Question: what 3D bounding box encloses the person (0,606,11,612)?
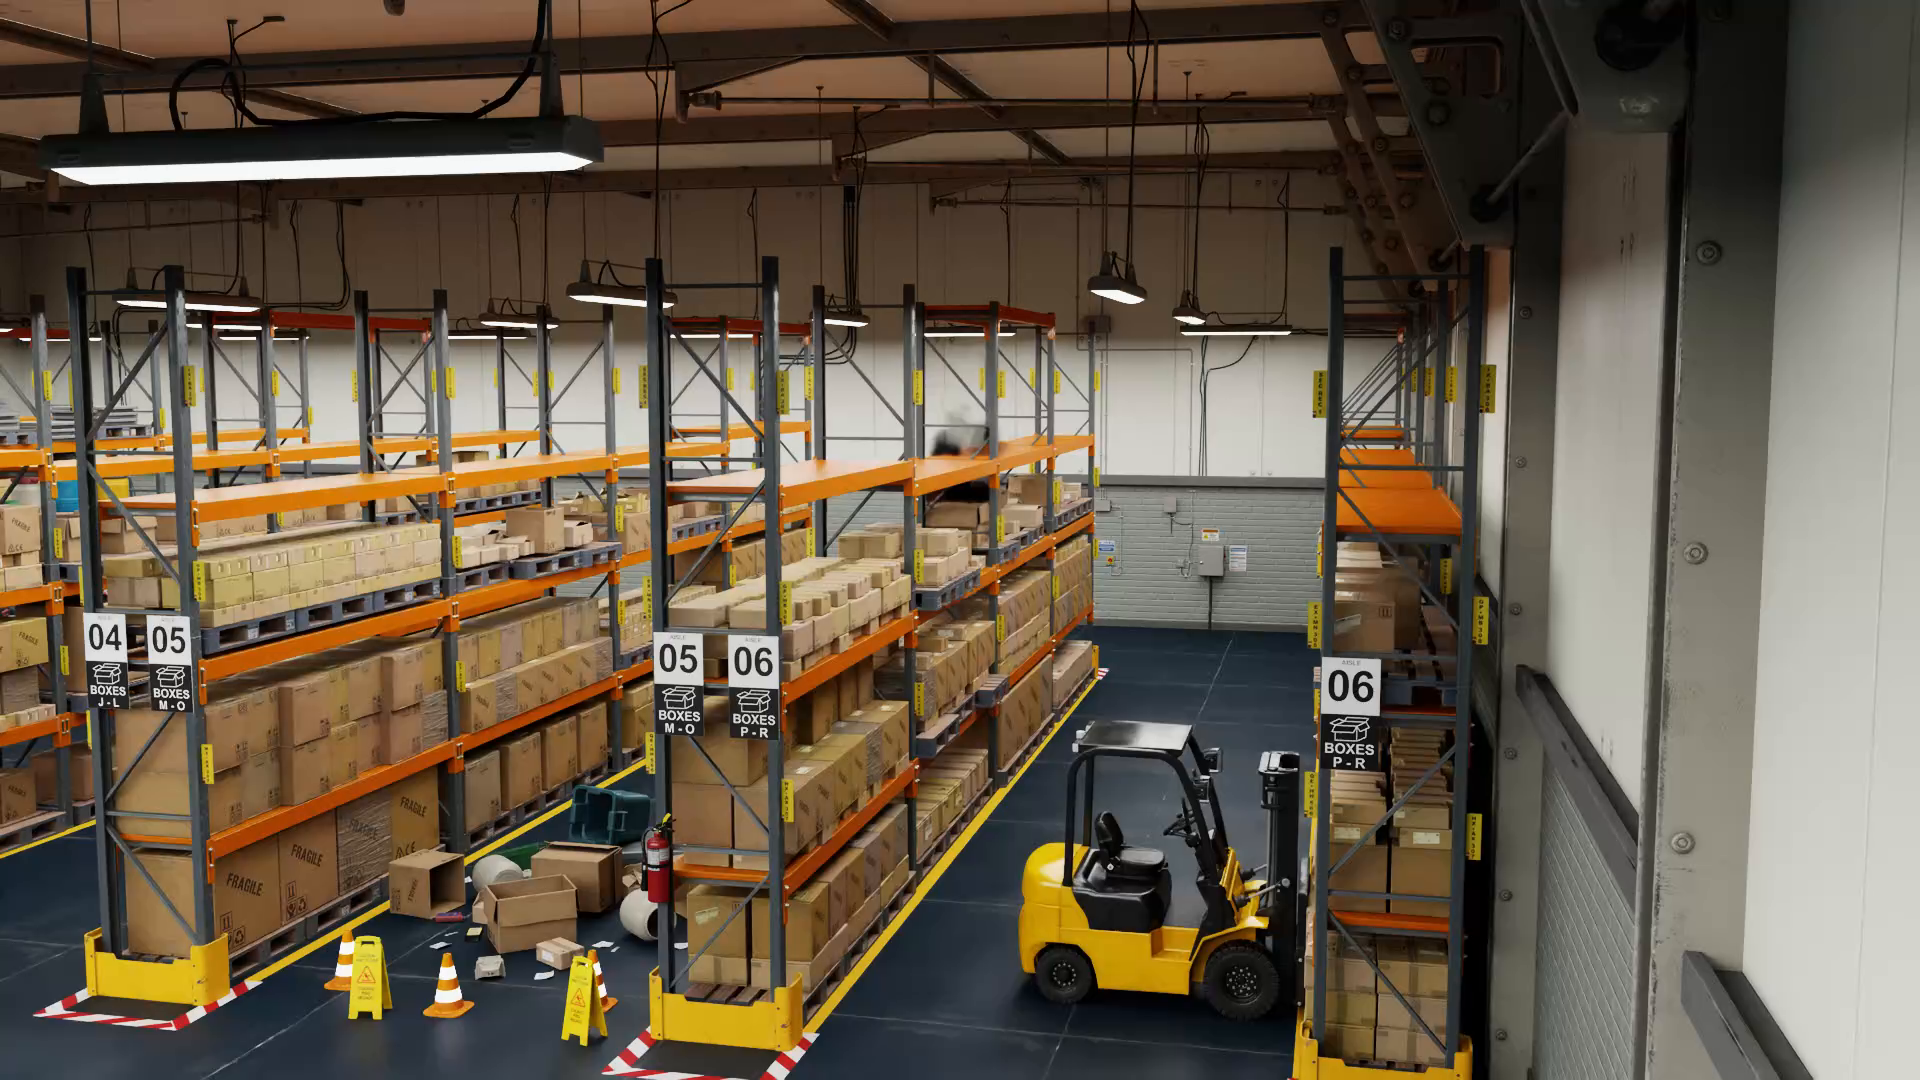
[{"bbox_3d":[-16.313,1.445,28.790,0.534,1.618,0.824,1,6,6],"label":"person"}]
